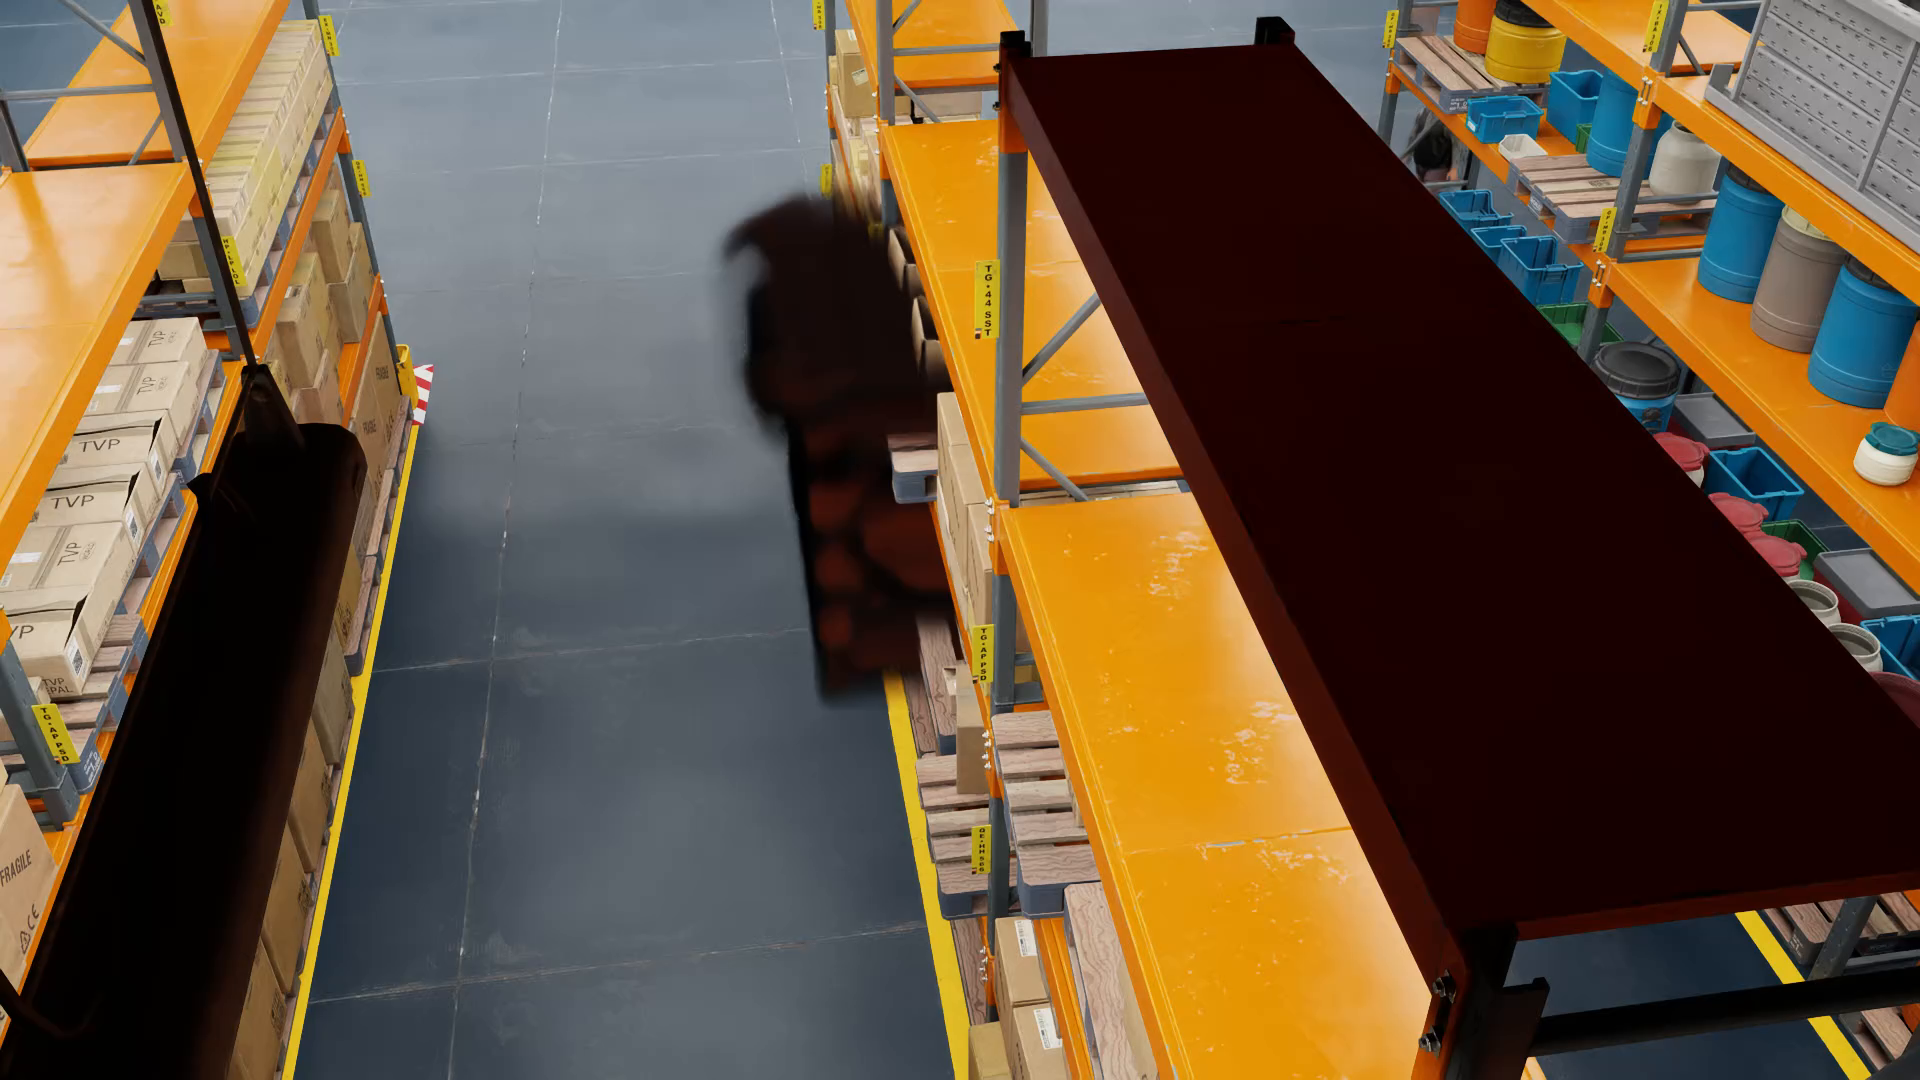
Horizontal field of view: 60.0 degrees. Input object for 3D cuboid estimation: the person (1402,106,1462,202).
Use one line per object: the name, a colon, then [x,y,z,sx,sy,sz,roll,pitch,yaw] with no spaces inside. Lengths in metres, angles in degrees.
person: [4.915,-3.932,17.386,0.900,1.697,0.613,-16,39,-21]
